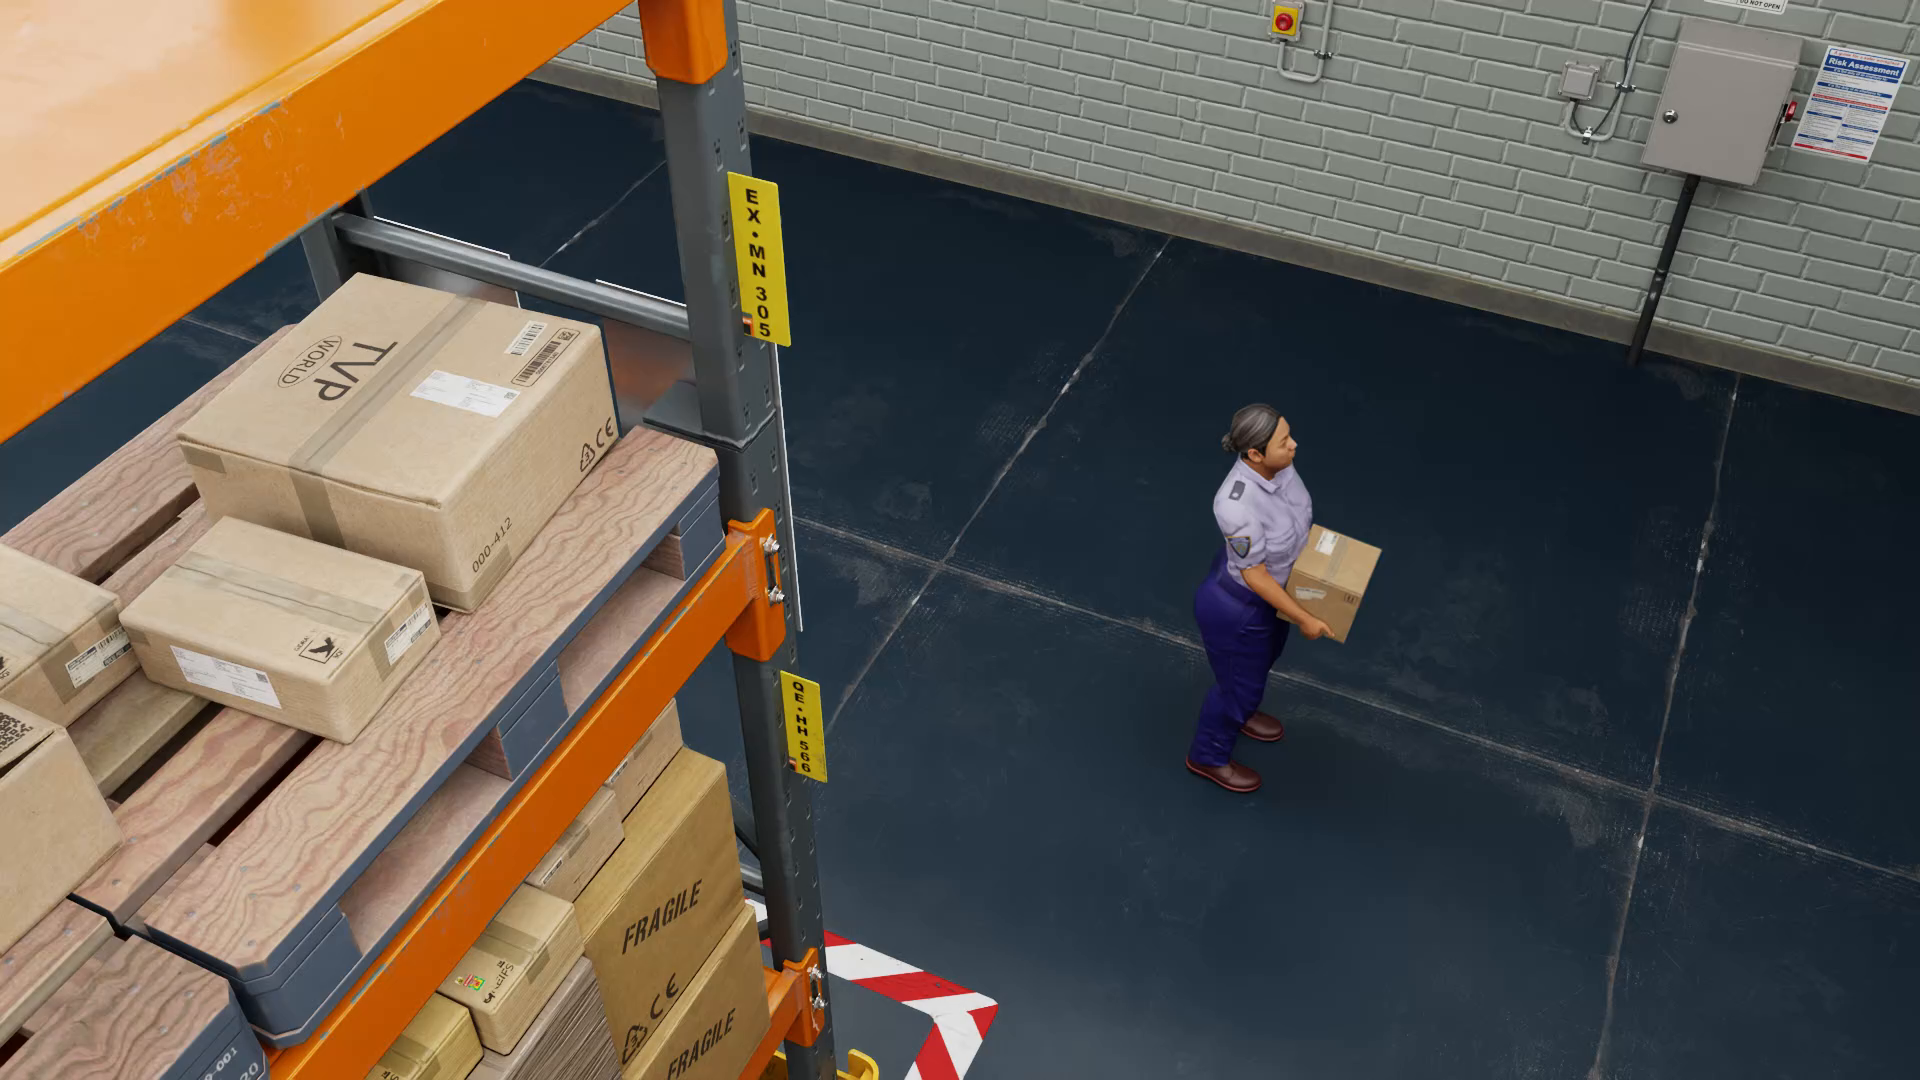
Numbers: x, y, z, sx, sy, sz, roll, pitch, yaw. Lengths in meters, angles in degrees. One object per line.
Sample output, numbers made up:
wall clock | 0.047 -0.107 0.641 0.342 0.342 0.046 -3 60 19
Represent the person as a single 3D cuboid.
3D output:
person | 1.113 0.222 5.935 0.516 1.634 0.452 18 45 18
